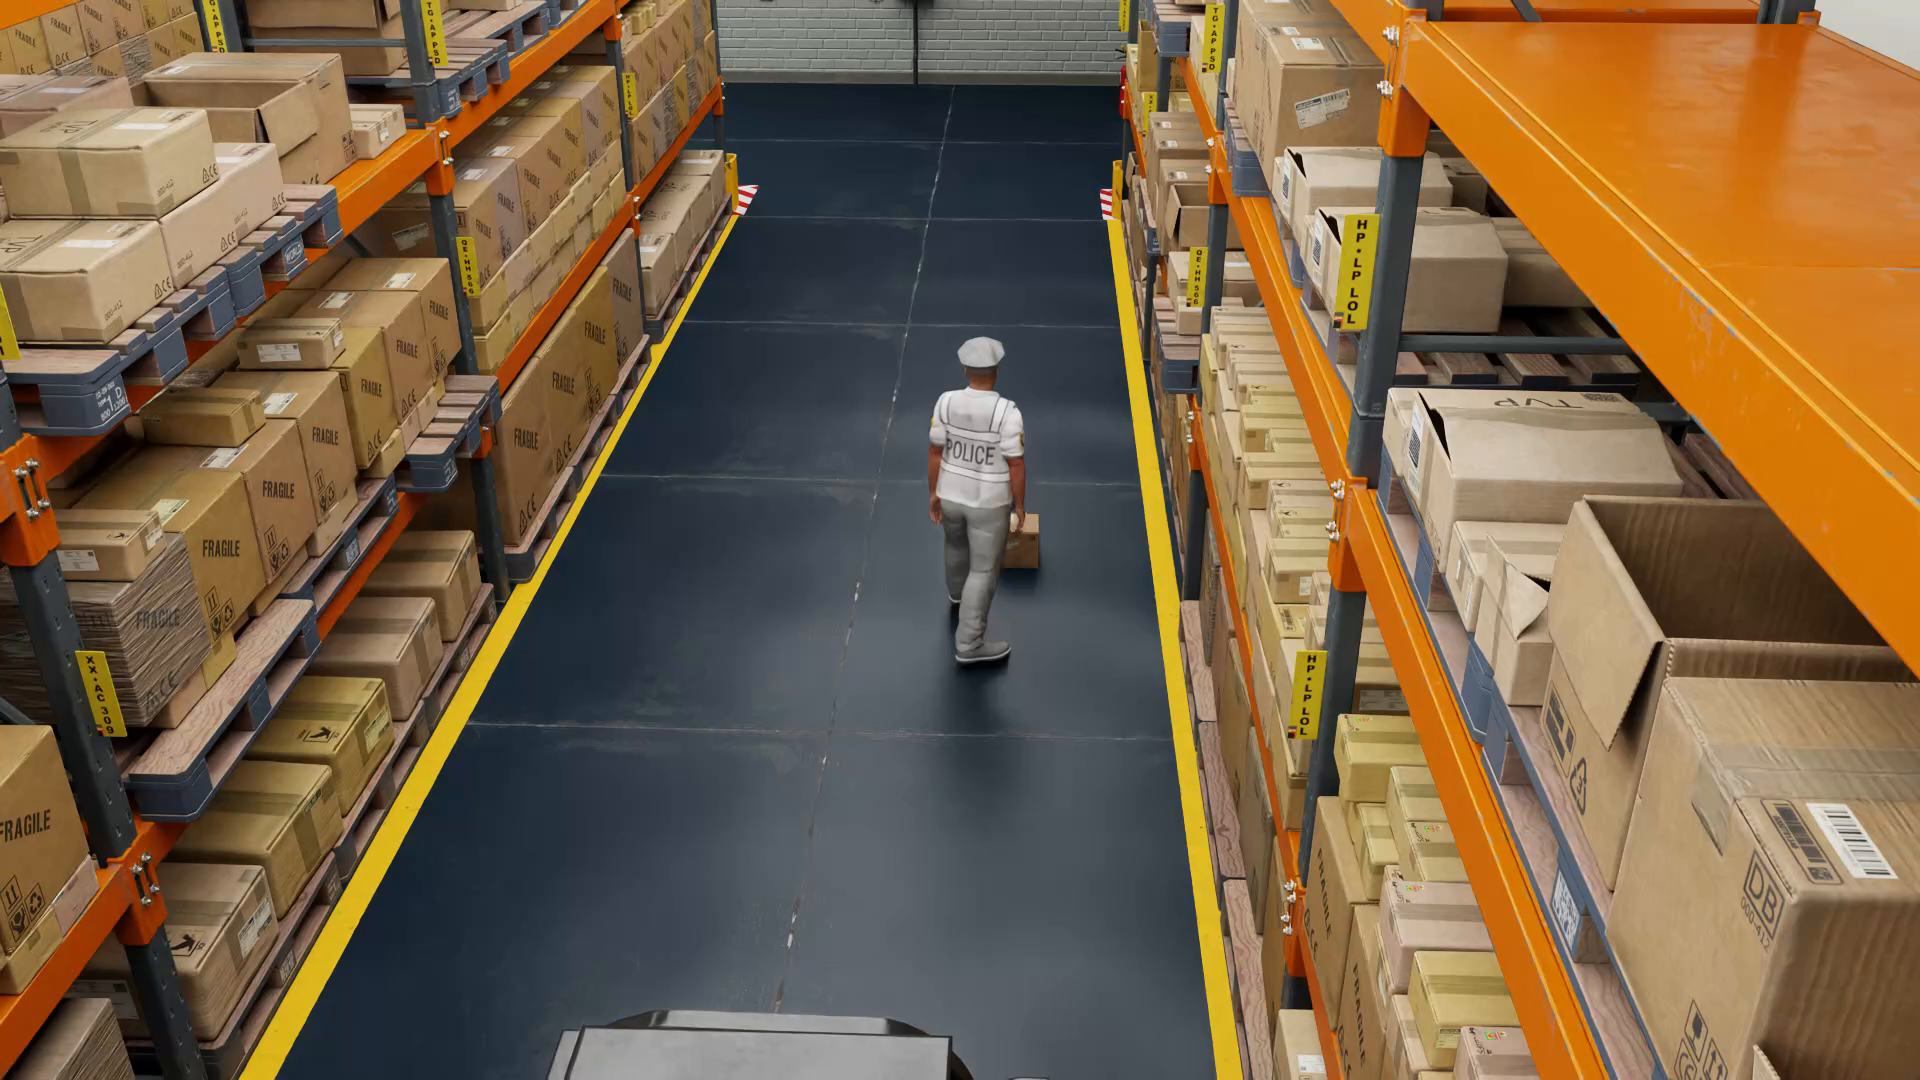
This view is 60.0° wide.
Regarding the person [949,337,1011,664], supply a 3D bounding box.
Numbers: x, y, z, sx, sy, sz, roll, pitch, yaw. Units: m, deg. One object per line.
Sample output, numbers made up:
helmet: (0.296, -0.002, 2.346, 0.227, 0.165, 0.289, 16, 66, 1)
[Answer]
person: (0.093, -0.278, 9.112, 0.658, 1.723, 0.892, 15, 31, 26)
